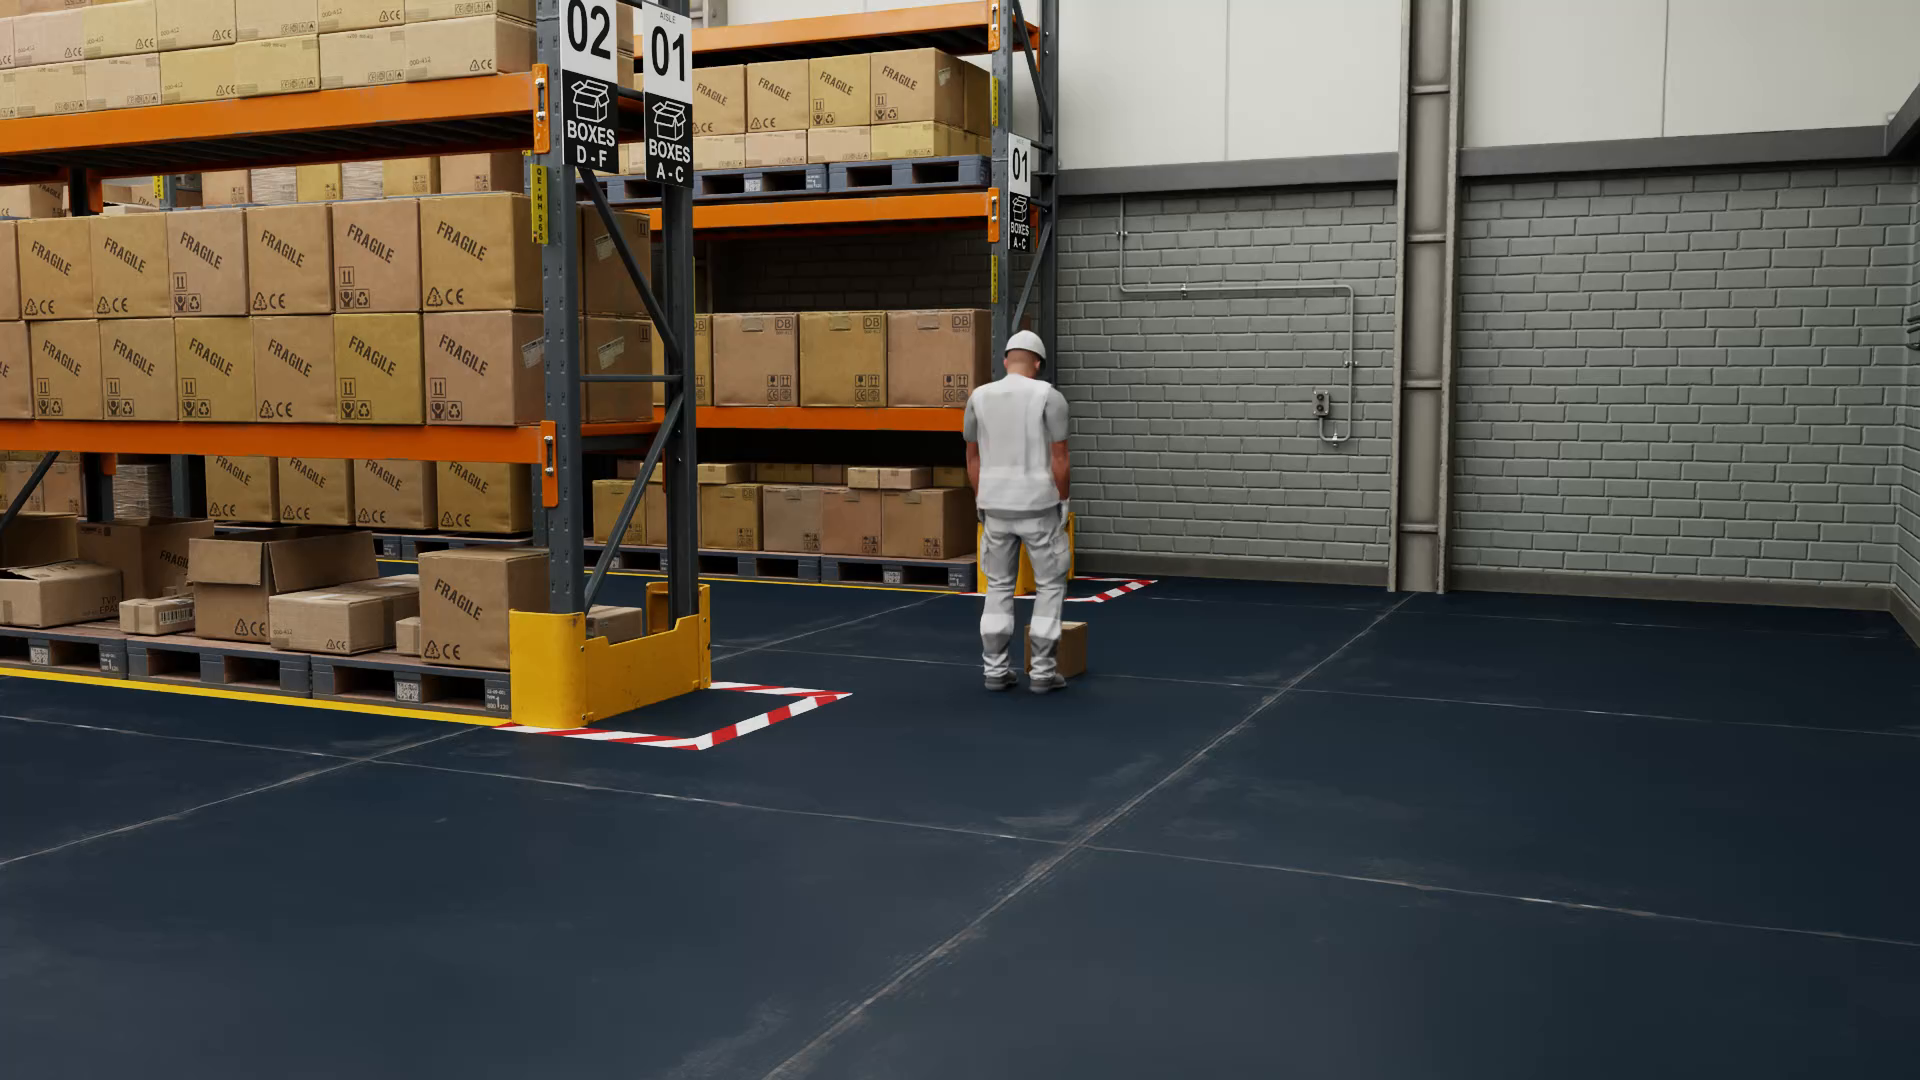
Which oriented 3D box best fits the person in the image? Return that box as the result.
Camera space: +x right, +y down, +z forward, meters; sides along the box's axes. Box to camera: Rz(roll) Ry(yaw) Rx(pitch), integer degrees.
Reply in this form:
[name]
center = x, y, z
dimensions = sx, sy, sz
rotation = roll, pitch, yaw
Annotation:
[person]
center = 0.288, -0.143, 8.088
dimensions = 0.541, 1.743, 0.443
rotation = 3, 6, 25
